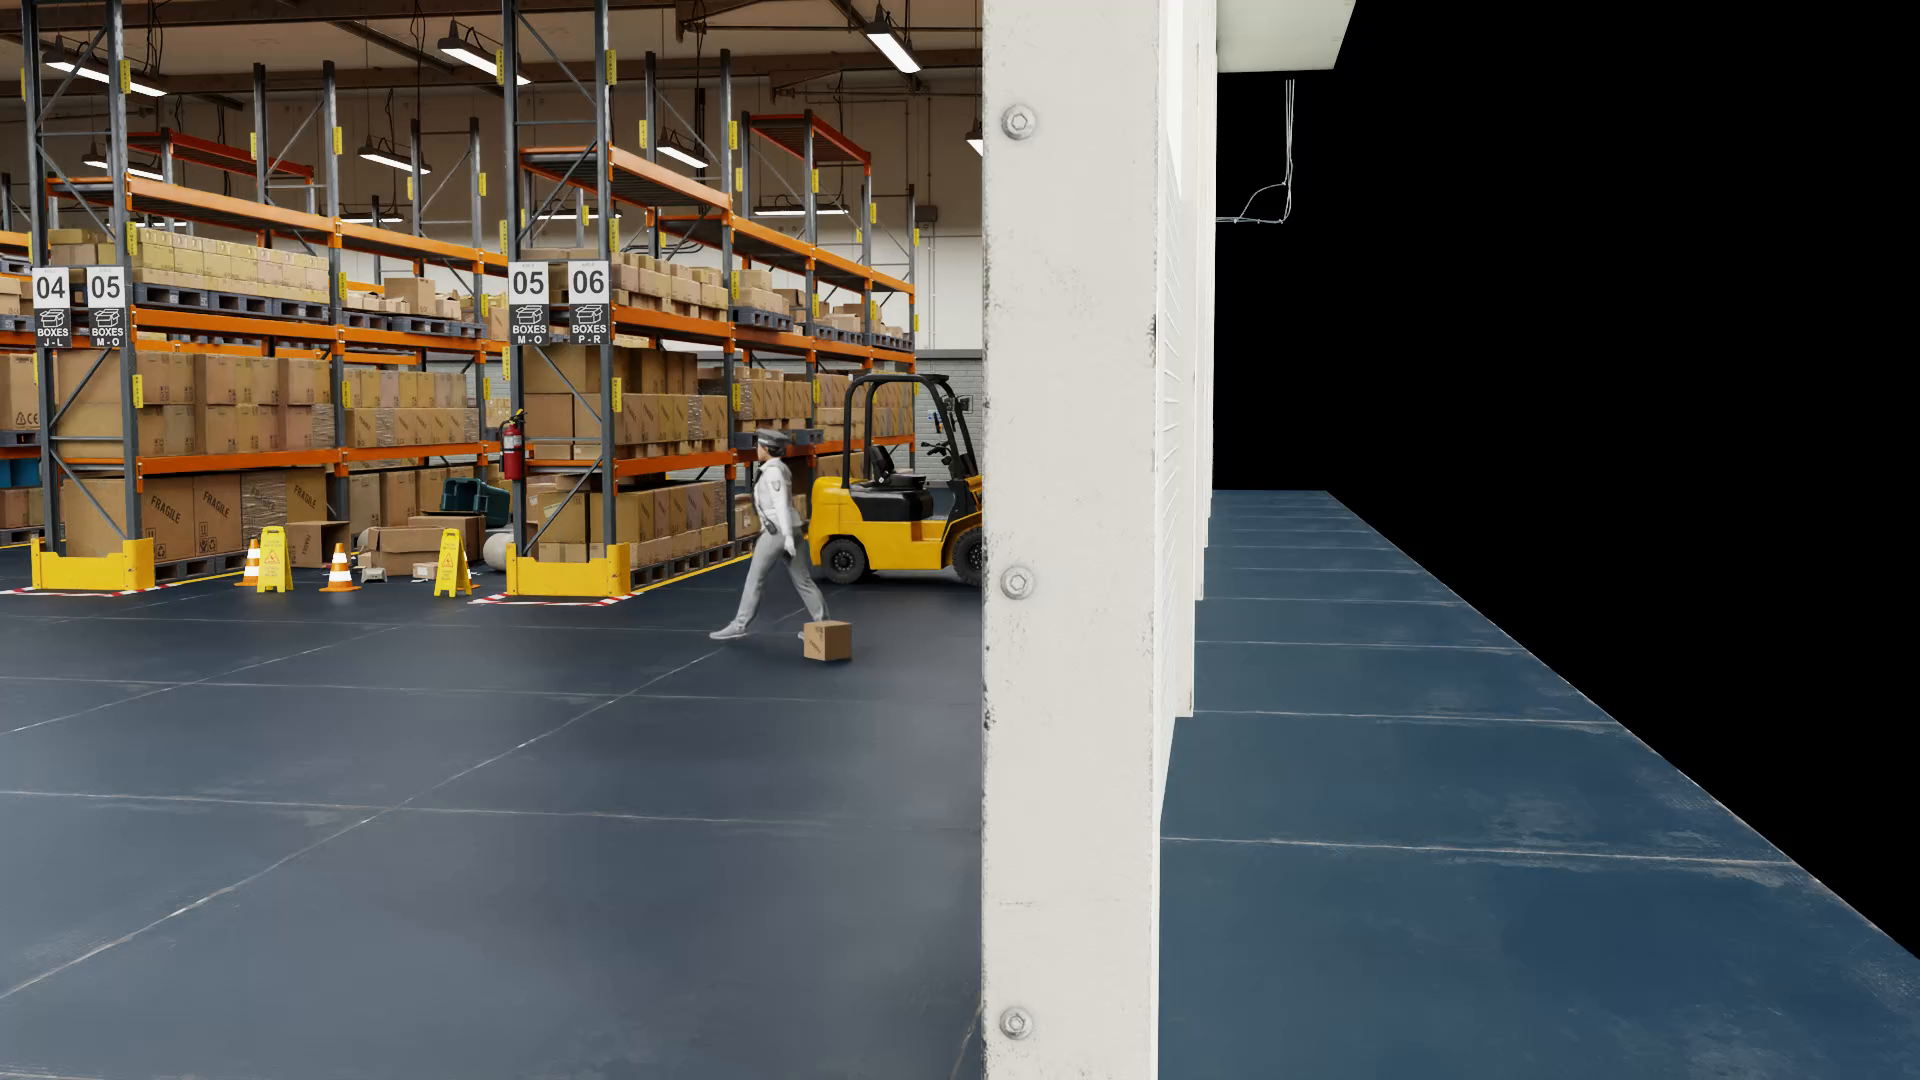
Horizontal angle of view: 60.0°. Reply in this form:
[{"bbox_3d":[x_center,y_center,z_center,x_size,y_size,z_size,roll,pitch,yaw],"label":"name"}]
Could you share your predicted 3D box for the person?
[{"bbox_3d":[-1.425,-0.050,12.767,0.937,1.624,0.519,1,5,13],"label":"person"}]
